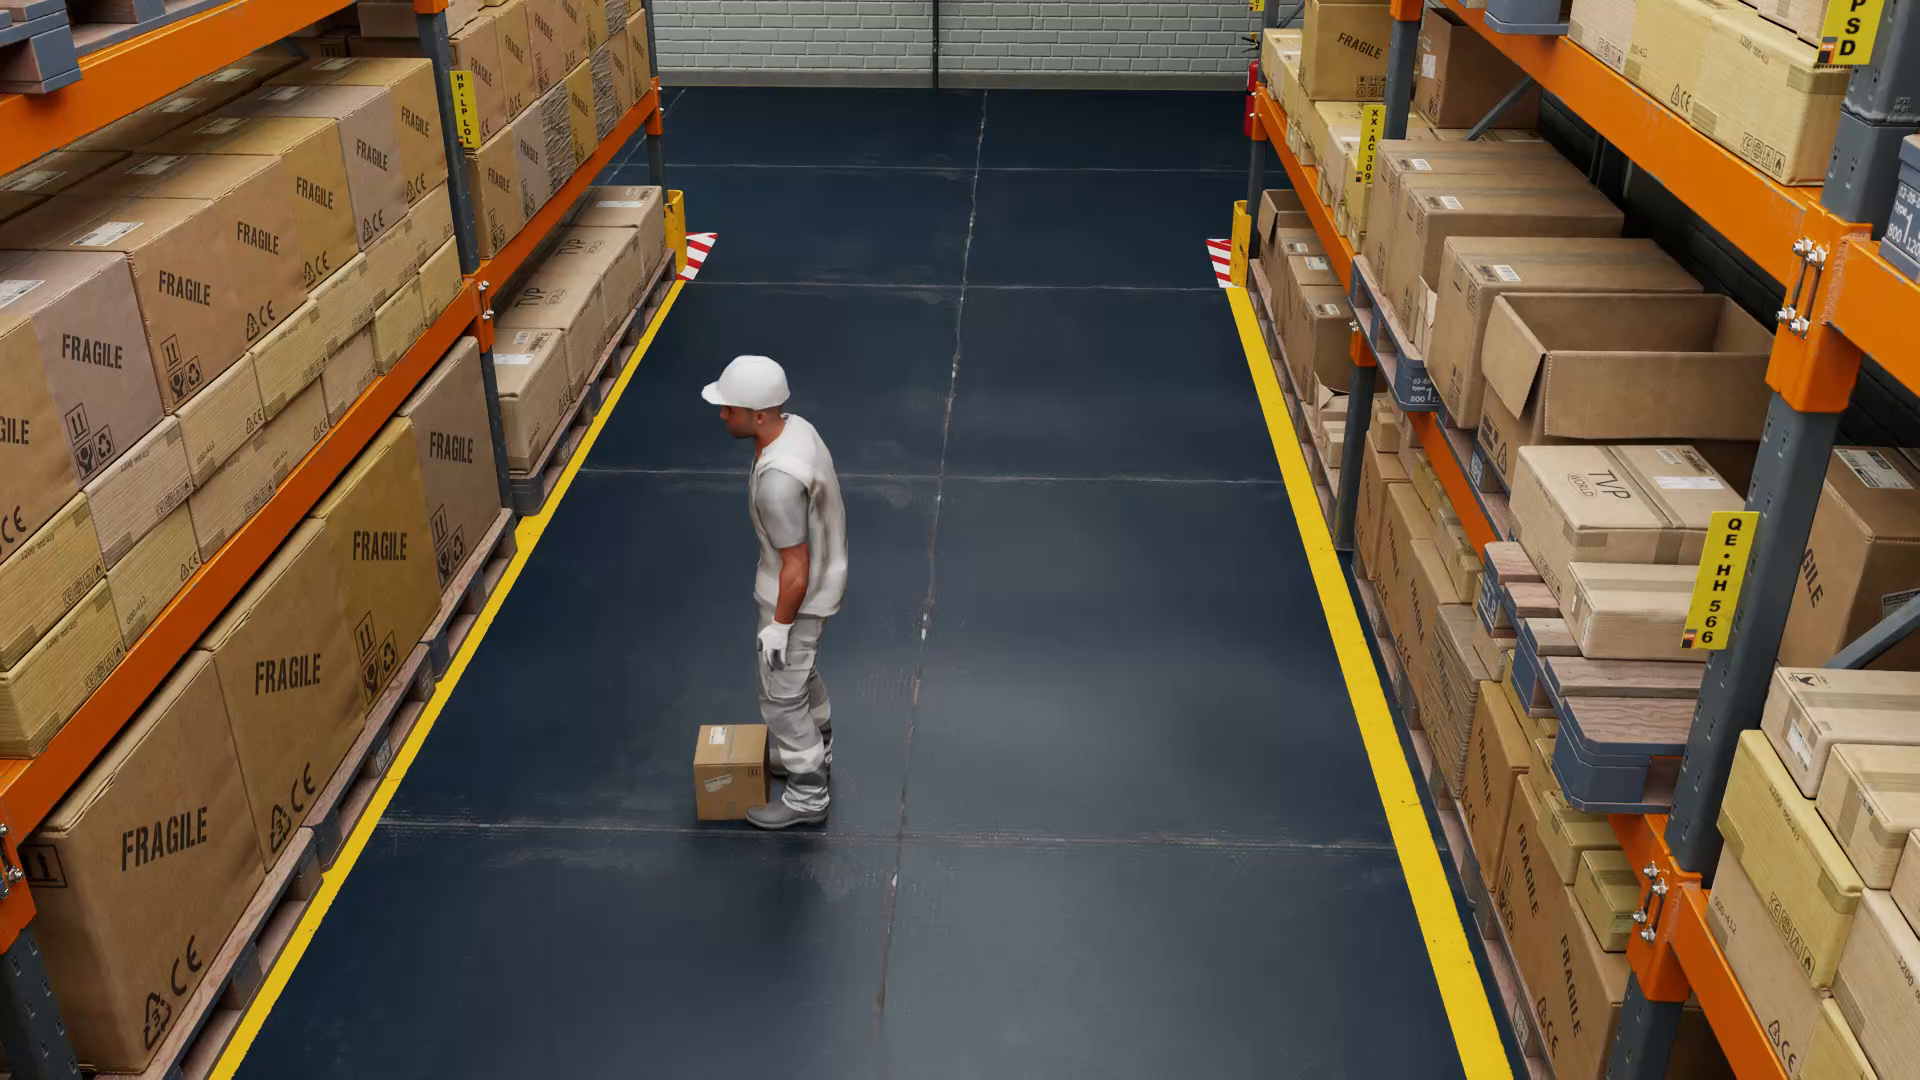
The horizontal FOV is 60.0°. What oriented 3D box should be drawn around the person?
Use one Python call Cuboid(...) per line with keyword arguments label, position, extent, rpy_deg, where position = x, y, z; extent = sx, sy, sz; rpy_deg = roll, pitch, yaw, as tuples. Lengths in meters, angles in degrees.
Cuboid(label="person", position=(-0.608, 0.187, 5.750), extent=(0.452, 1.778, 0.613), rpy_deg=(-1, 28, -1))
